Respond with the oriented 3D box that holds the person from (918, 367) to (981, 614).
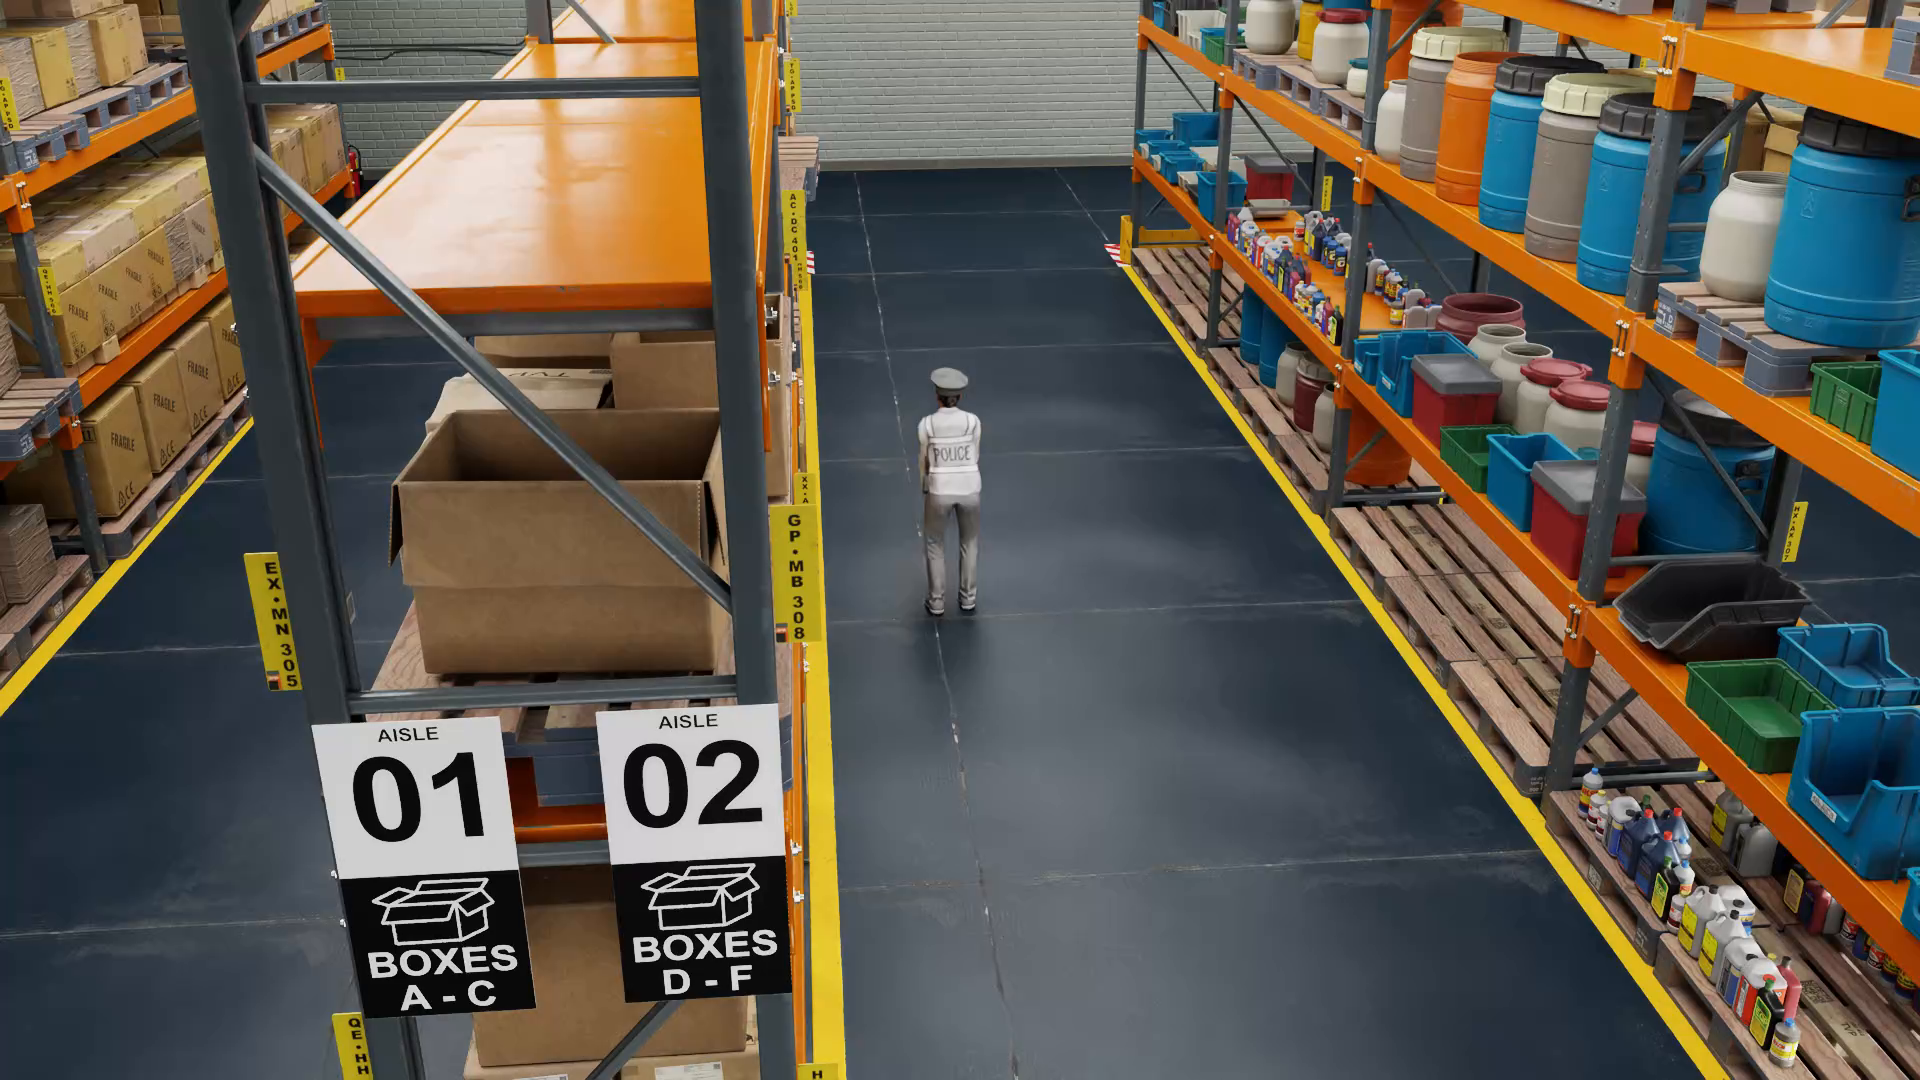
[{"bbox_3d":[-0.073,-0.327,11.055,0.417,1.664,0.542,-3,24,-7],"label":"person"}]
